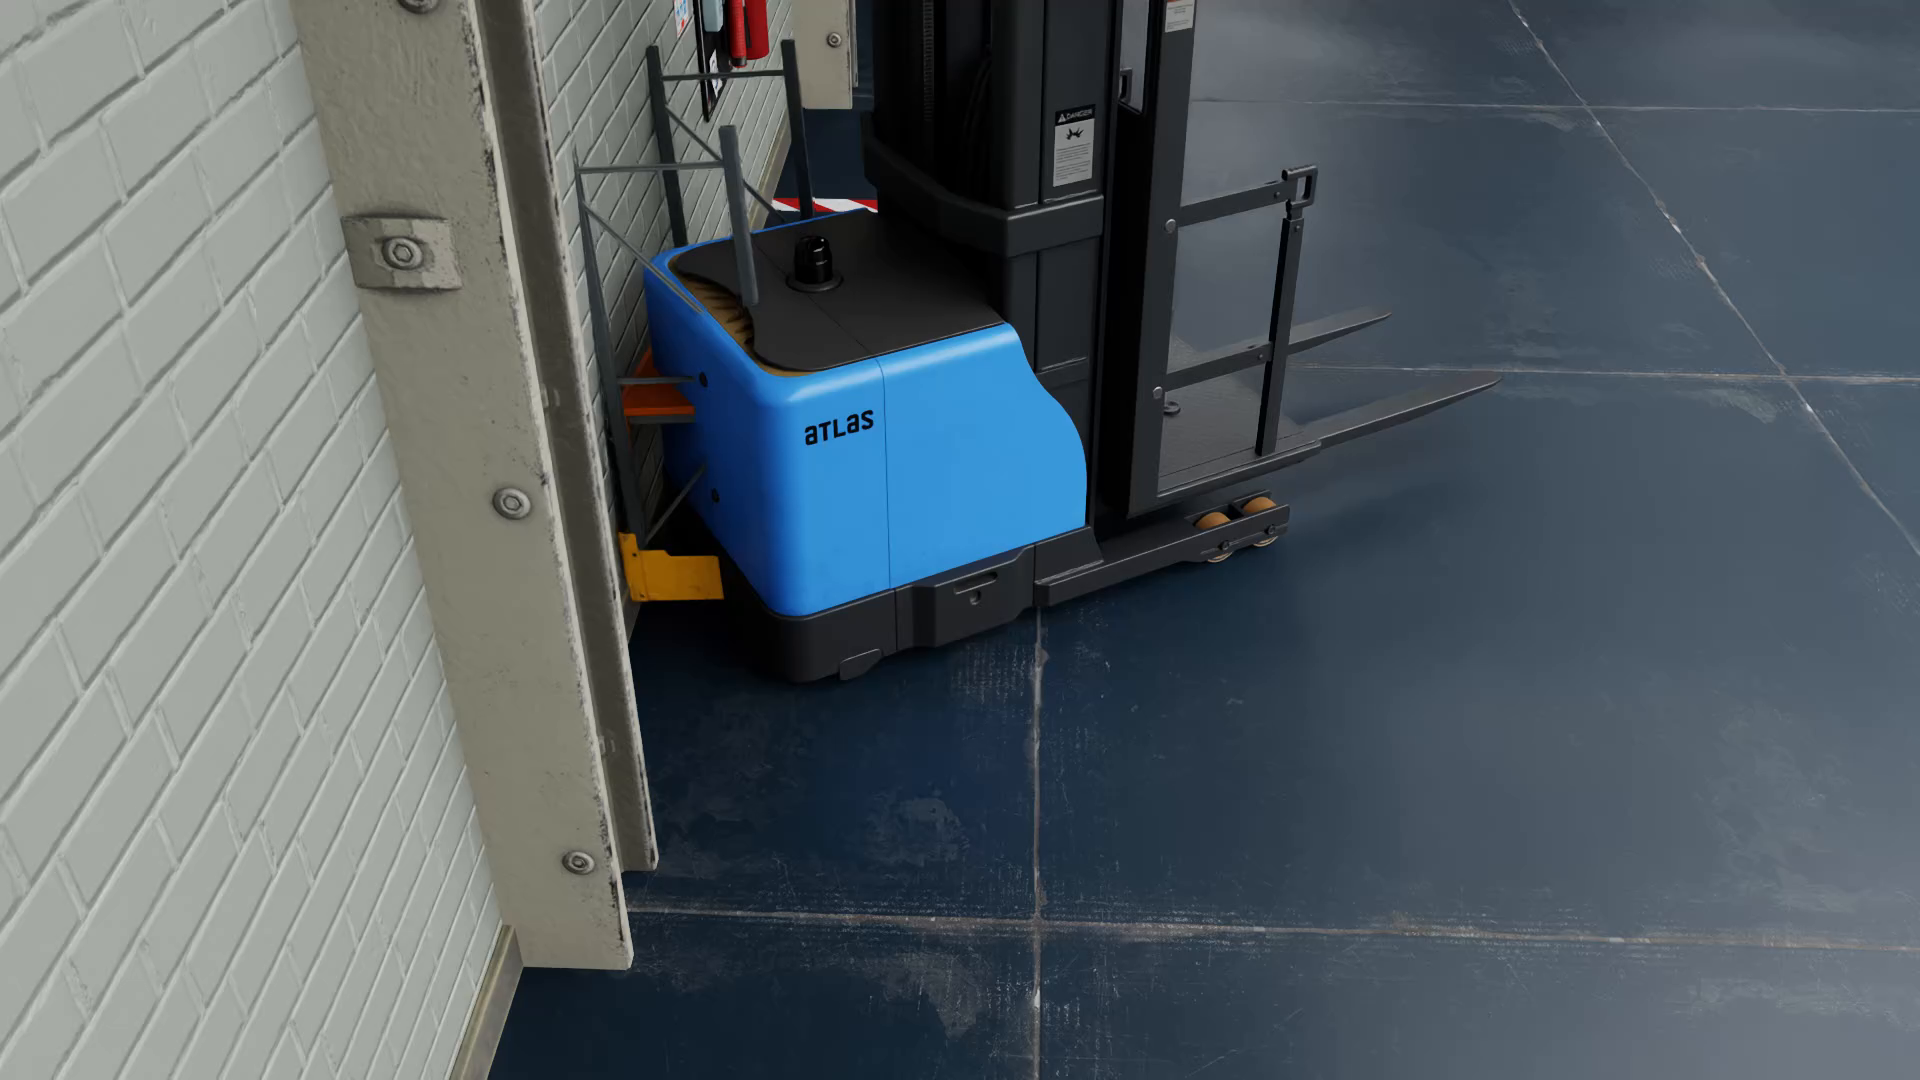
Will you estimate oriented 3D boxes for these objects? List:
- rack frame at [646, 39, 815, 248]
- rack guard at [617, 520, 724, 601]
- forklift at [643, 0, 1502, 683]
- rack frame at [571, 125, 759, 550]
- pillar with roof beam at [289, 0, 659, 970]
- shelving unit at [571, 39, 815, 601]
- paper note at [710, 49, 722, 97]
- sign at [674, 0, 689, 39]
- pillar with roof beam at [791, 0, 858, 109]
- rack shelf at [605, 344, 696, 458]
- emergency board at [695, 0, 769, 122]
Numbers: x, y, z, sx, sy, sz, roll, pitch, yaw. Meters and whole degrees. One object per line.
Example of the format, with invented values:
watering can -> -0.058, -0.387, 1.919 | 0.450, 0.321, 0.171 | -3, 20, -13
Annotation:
rack frame -> -0.741, -0.975, 5.817 | 0.500, 1.500, 0.032 | -1, 29, 6
rack guard -> -0.773, 0.061, 5.259 | 0.587, 0.250, 0.087 | -1, 29, 6
forklift -> 0.546, -1.372, 5.153 | 3.031, 2.935, 1.130 | -18, 39, -23
rack frame -> -0.815, -0.473, 4.936 | 0.500, 1.500, 0.032 | -1, 29, 6
pillar with roof beam -> 3.320, -2.614, 1.643 | 9.100, 9.000, 0.400 | 1, 35, 2
shelving unit -> -0.778, -0.729, 5.385 | 0.587, 1.500, 1.083 | -1, 29, 6
paper note -> -0.954, -1.826, 6.506 | 0.016, 0.148, 0.142 | 1, 35, 2
sign -> -1.003, -1.986, 5.936 | 0.001, 0.329, 0.234 | 1, 35, 2
pillar with roof beam -> 3.561, -6.061, 6.548 | 9.100, 9.000, 0.400 | 1, 35, 2
rack shelf -> -0.766, -0.568, 5.465 | 0.538, 0.185, 1.000 | -1, 29, 6
emergency board -> -0.878, -2.287, 6.395 | 0.194, 1.169, 0.643 | 1, 35, 2
